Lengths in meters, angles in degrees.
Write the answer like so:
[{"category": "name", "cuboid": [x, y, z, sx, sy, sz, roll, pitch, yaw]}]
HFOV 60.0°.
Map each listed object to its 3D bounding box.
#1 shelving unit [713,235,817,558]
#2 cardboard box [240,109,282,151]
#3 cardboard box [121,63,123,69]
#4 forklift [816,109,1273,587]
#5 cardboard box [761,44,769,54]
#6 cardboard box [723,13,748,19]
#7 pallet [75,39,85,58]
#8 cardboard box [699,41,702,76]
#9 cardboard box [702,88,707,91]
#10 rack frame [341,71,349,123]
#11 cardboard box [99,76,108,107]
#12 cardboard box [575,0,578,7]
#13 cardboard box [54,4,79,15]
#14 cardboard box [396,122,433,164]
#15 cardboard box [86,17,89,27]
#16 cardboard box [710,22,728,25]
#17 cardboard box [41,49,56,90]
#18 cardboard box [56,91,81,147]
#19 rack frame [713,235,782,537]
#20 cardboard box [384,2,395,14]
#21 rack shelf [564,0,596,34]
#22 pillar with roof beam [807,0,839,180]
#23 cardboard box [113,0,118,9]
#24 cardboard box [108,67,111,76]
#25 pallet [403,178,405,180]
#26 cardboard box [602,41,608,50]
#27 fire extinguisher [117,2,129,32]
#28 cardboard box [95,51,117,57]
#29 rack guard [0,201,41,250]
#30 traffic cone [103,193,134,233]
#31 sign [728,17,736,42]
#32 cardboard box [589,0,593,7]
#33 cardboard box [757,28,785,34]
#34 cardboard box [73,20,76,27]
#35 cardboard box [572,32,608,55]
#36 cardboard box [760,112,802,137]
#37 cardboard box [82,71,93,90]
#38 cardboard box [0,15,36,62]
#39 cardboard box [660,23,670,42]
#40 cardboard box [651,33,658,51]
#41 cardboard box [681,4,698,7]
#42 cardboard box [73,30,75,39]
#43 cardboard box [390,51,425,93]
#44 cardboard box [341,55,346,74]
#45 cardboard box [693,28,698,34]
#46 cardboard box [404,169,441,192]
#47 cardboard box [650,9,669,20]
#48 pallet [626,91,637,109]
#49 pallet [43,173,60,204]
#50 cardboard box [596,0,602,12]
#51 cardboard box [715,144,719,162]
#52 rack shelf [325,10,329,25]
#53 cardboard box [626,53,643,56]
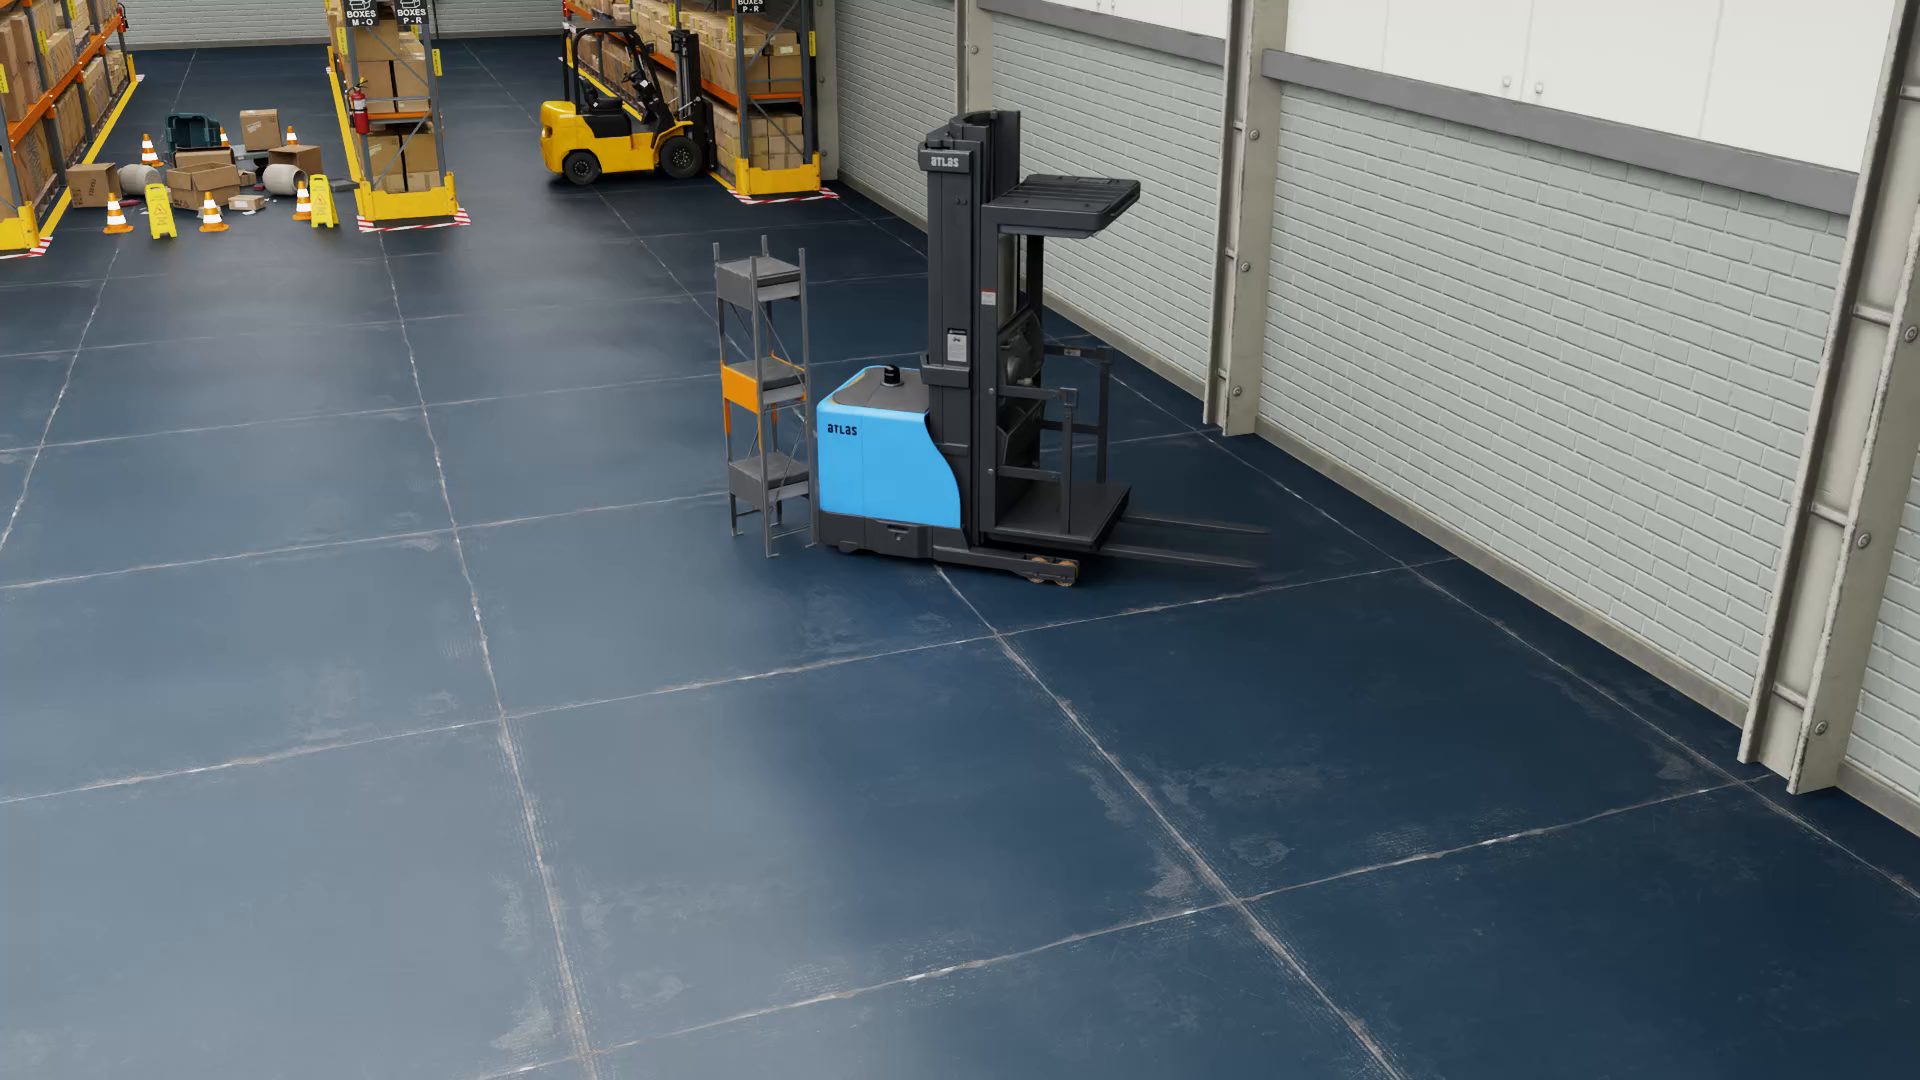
[{"category": "shelving unit", "cuboid": [-1.317, -0.965, 11.330, 0.431, 2.100, 0.503, -16, 27, -33]}, {"category": "cardboard box", "cuboid": [-10.271, -6.030, 24.439, 0.500, 0.500, 0.500, -8, 24, -19]}, {"category": "cardboard box", "cuboid": [-16.812, -9.408, 32.957, 0.380, 0.149, 0.250, -9, 25, -21]}, {"category": "forklift", "cuboid": [0.592, -1.275, 11.000, 3.031, 2.935, 1.130, 7, 24, 17]}, {"category": "cardboard box", "cuboid": [-2.585, -6.902, 23.300, 0.380, 0.149, 0.250, -8, 24, -19]}, {"category": "cardboard box", "cuboid": [-3.423, -7.987, 25.491, 0.380, 0.149, 0.250, -9, 24, -19]}, {"category": "pallet", "cuboid": [-14.976, -7.982, 27.072, 1.213, 0.211, 1.003, -8, 24, -19]}, {"category": "cardboard box", "cuboid": [-3.682, -7.249, 24.958, 0.500, 0.500, 0.500, -9, 24, -20]}, {"category": "cardboard box", "cuboid": [-4.097, -6.939, 26.064, 0.500, 0.250, 0.500, -9, 24, -20]}, {"category": "rack frame", "cuboid": [-10.029, -8.542, 28.154, 1.000, 3.000, 0.127, -8, 24, -19]}, {"category": "cardboard box", "cuboid": [-15.360, -7.900, 29.309, 0.500, 0.500, 0.500, -9, 24, -20]}, {"category": "cardboard box", "cuboid": [-7.945, -11.383, 35.219, 0.380, 0.149, 0.250, -9, 24, -20]}, {"category": "cardboard box", "cuboid": [-15.253, -9.038, 28.349, 0.380, 0.149, 0.250, -9, 25, -21]}, {"category": "cardboard box", "cuboid": [-7.427, -5.436, 22.819, 0.500, 0.500, 0.500, -9, 25, -21]}, {"category": "cardboard box", "cuboid": [-15.620, -9.146, 29.369, 0.380, 0.149, 0.250, -8, 24, -19]}, {"category": "cardboard box", "cuboid": [-3.432, -7.457, 24.234, 0.380, 0.149, 0.250, -8, 24, -18]}, {"category": "cardboard box", "cuboid": [-13.145, -6.647, 23.529, 0.500, 0.500, 0.500, -8, 24, -18]}, {"category": "cardboard box", "cuboid": [-14.182, -6.432, 25.504, 1.050, 0.750, 0.750, -8, 24, -18]}, {"category": "rack frame", "cuboid": [-1.461, -1.040, 11.512, 0.400, 2.100, 0.015, -16, 27, -33]}, {"category": "cardboard box", "cuboid": [-8.452, -7.983, 24.942, 0.380, 0.149, 0.250, -8, 24, -19]}, {"category": "rack shelf", "cuboid": [-7.507, -11.073, 35.085, 1.077, 0.370, 4.000, -8, 24, -19]}, {"category": "pillar with roof beam", "cuboid": [-5.991, -8.868, 21.204, 9.100, 9.000, 0.400, -8, 24, -19]}, {"category": "cardboard box", "cuboid": [-17.051, -10.788, 32.971, 0.500, 0.500, 0.500, -8, 24, -18]}, {"category": "cardboard box", "cuboid": [-16.007, -8.695, 30.882, 0.380, 0.149, 0.250, -7, 24, -16]}, {"category": "pallet", "cuboid": [-7.911, -5.120, 23.626, 1.003, 0.211, 1.213, -8, 24, -19]}, {"category": "cardboard box", "cuboid": [-6.922, -9.851, 33.103, 0.380, 0.149, 0.250, -7, 24, -16]}, {"category": "fire extinguisher", "cuboid": [-17.108, -10.680, 33.807, 0.296, 0.674, 0.183, -8, 24, -19]}, {"category": "cardboard box", "cuboid": [-16.992, -9.630, 33.100, 0.380, 0.149, 0.250, -8, 24, -18]}, {"category": "rack guard", "cuboid": [-11.790, -3.758, 20.024, 1.175, 0.500, 0.348, -8, 24, -19]}, {"category": "traffic cone", "cuboid": [-10.658, -4.138, 20.972, 0.336, 0.463, 0.334, -8, 24, -19]}, {"category": "sign", "cuboid": [-3.073, -6.891, 22.441, 0.100, 0.325, 0.005, -8, 24, -19]}, {"category": "cardboard box", "cuboid": [-7.208, -10.897, 33.552, 0.500, 0.250, 0.500, -8, 24, -18]}, {"category": "cardboard box", "cuboid": [-2.647, -7.144, 23.492, 0.380, 0.149, 0.250, -8, 24, -18]}, {"category": "cardboard box", "cuboid": [-14.979, -8.621, 27.742, 0.380, 0.149, 0.250, -8, 24, -19]}, {"category": "cardboard box", "cuboid": [-8.086, -10.939, 36.515, 0.797, 0.503, 0.637, -9, 25, -21]}, {"category": "cardboard box", "cuboid": [-2.554, -5.905, 23.611, 0.500, 0.250, 0.500, -9, 24, -20]}, {"category": "cardboard box", "cuboid": [-14.821, -7.681, 27.824, 0.500, 0.250, 0.500, -9, 24, -20]}, {"category": "cardboard box", "cuboid": [-12.810, -6.617, 22.003, 0.875, 0.550, 0.550, -8, 24, -19]}, {"category": "cardboard box", "cuboid": [-4.575, -8.261, 27.038, 0.500, 0.250, 0.500, -9, 24, -20]}, {"category": "cardboard box", "cuboid": [-4.916, -8.402, 28.015, 0.500, 0.250, 0.500, -8, 24, -17]}, {"category": "cardboard box", "cuboid": [-4.680, -9.111, 28.541, 0.380, 0.149, 0.250, -8, 24, -19]}, {"category": "cardboard box", "cuboid": [-14.784, -8.289, 27.338, 0.380, 0.149, 0.250, -7, 24, -16]}, {"category": "cardboard box", "cuboid": [-7.297, -6.216, 22.124, 0.500, 0.500, 0.500, -8, 24, -17]}, {"category": "cardboard box", "cuboid": [-8.722, -7.073, 24.158, 0.500, 0.500, 0.500, -8, 24, -19]}, {"category": "cardboard box", "cuboid": [-3.787, -7.584, 24.917, 0.380, 0.149, 0.250, -9, 24, -20]}, {"category": "cardboard box", "cuboid": [-7.229, -4.892, 22.495, 0.500, 0.250, 0.500, -9, 24, -19]}, {"category": "cardboard box", "cuboid": [-4.948, -8.755, 27.697, 0.380, 0.149, 0.250, -9, 24, -20]}, {"category": "pallet", "cuboid": [-5.615, -8.216, 30.971, 1.003, 0.211, 1.213, -8, 24, -19]}, {"category": "pallet", "cuboid": [-13.016, -4.800, 22.868, 1.003, 0.211, 1.213, -8, 24, -19]}, {"category": "cardboard box", "cuboid": [-6.656, -10.523, 32.184, 0.700, 0.500, 0.500, -8, 24, -18]}, {"category": "cardboard box", "cuboid": [-3.358, -5.736, 24.497, 0.500, 0.250, 0.500, -8, 24, -18]}, {"category": "rack shelf", "cuboid": [-12.149, -10.390, 33.466, 1.077, 0.370, 4.000, -8, 24, -19]}, {"category": "cardboard box", "cuboid": [-6.026, -9.008, 31.103, 0.380, 0.149, 0.250, -8, 24, -17]}]
